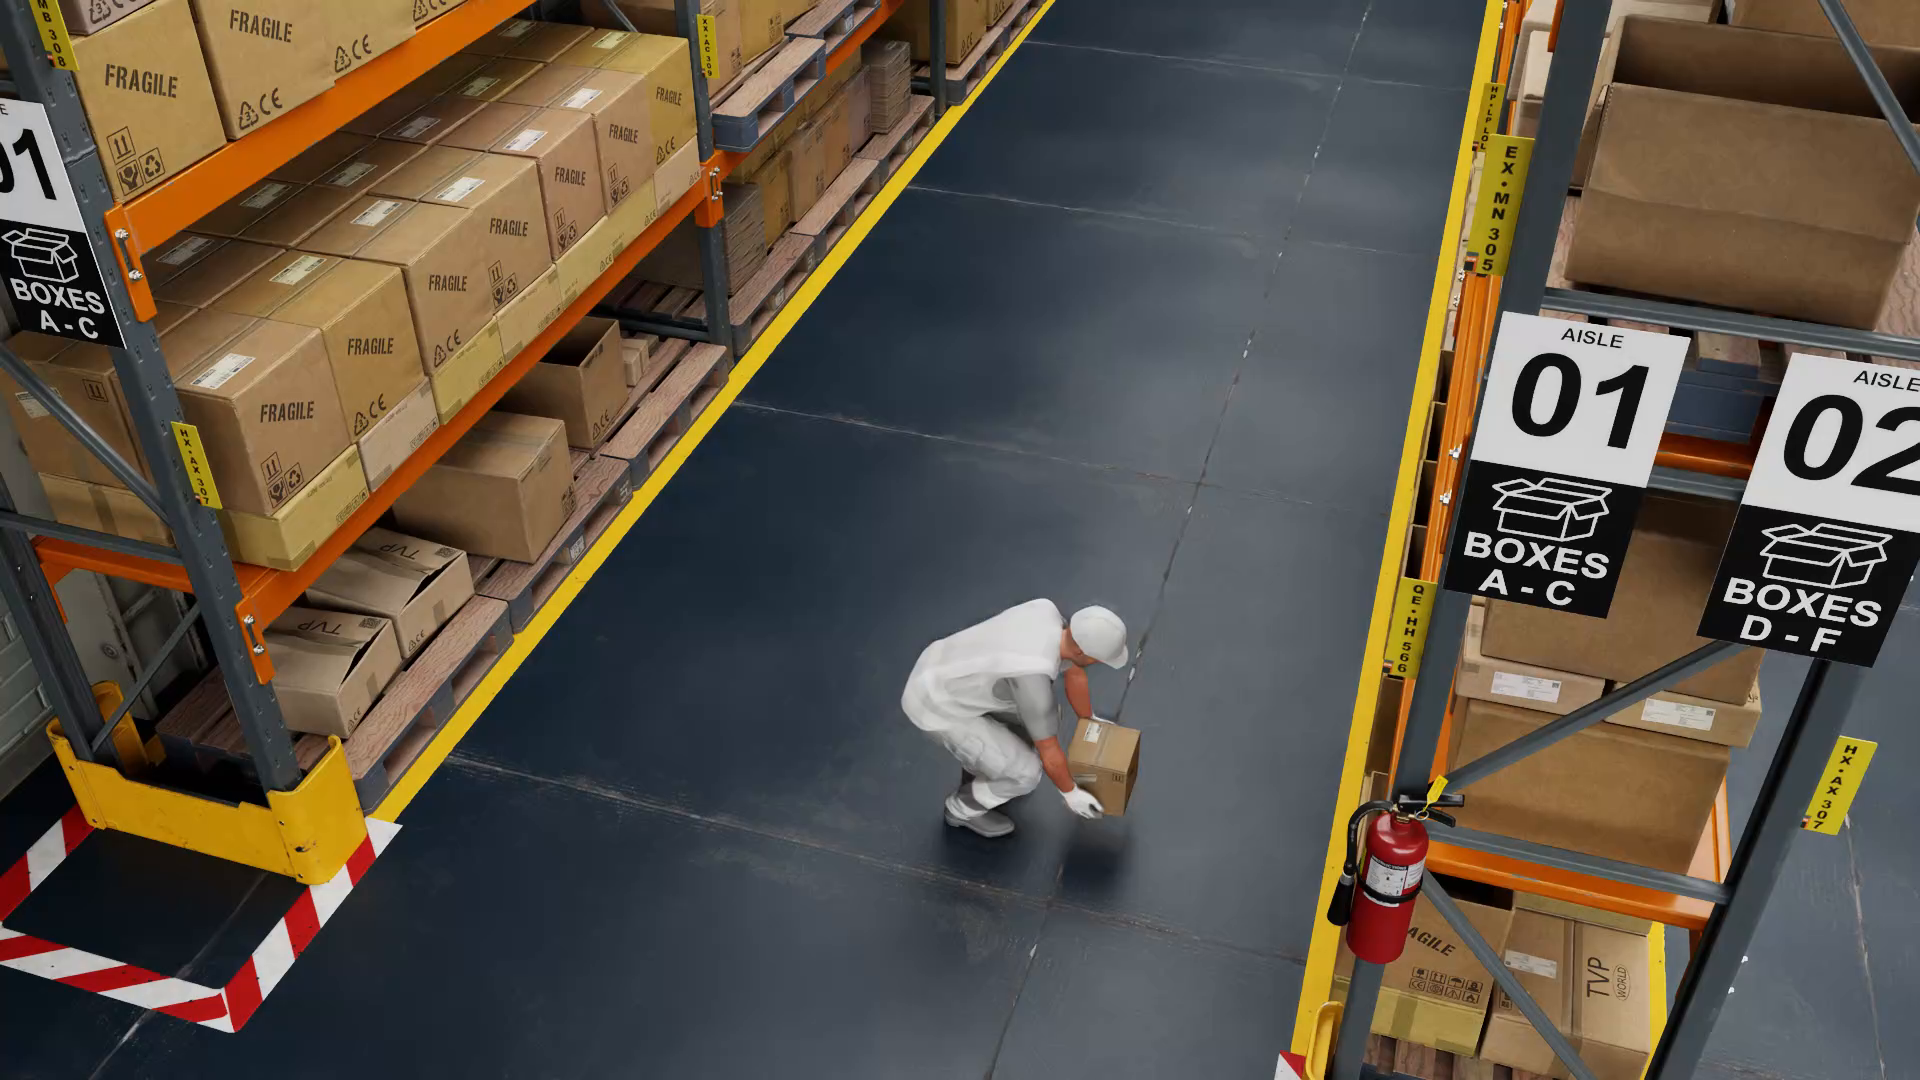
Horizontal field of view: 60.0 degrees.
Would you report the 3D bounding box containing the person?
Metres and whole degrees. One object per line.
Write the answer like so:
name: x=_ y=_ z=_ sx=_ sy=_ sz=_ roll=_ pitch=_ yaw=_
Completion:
person: x=0.215 y=0.657 z=6.593 sx=0.860 sy=1.074 sz=0.578 roll=11 pitch=38 yaw=14
